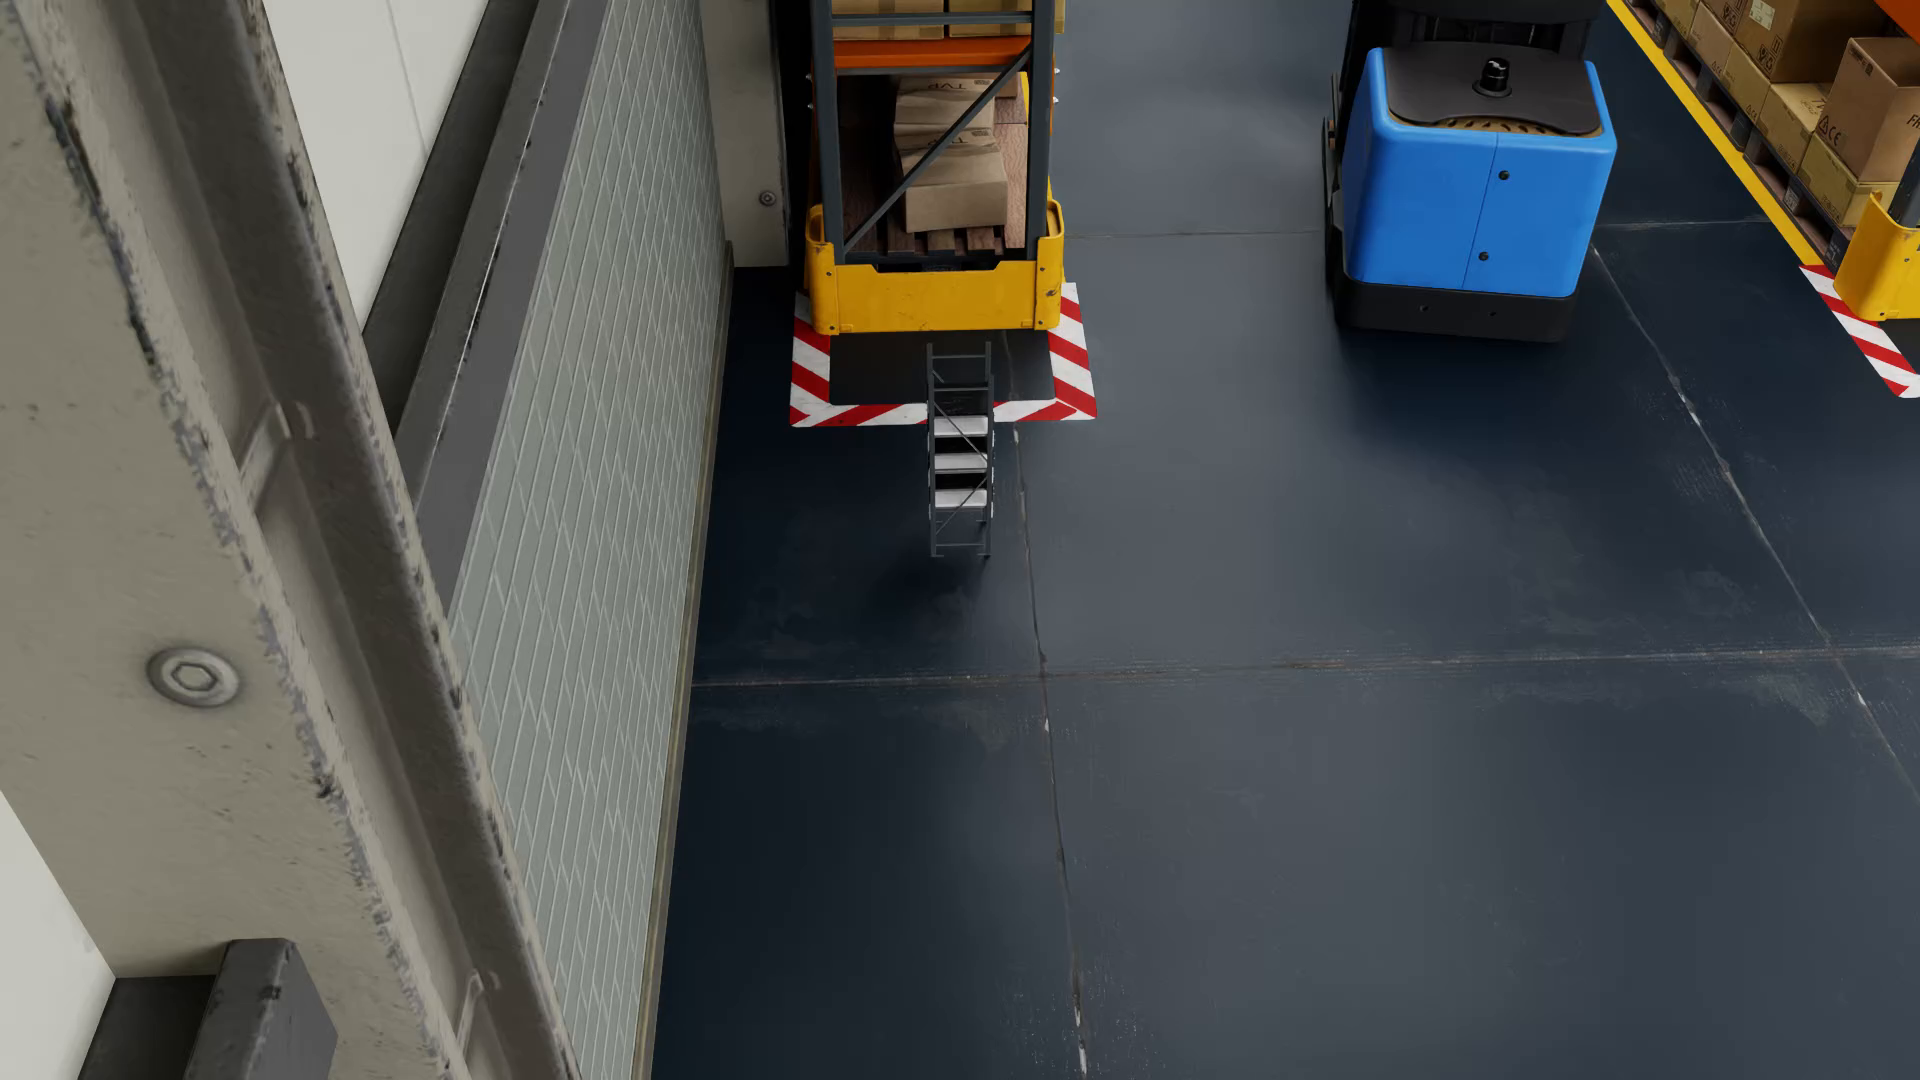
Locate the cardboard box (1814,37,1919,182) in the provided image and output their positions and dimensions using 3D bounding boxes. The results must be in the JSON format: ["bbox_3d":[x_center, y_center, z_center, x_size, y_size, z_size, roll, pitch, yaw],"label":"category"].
[{"bbox_3d":[4.516,-2.063,7.950,0.500,0.500,0.500,-2,43,-2],"label":"cardboard box"}]

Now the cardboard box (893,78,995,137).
[{"bbox_3d":[-0.077,-2.173,8.565,0.500,0.311,0.500,2,43,2],"label":"cardboard box"}]

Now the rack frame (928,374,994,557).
[{"bbox_3d":[0.004,-0.269,6.377,0.240,0.900,0.006,-2,43,-2],"label":"rack frame"}]

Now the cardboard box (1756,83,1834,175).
[{"bbox_3d":[4.484,-2.124,8.571,0.500,0.250,0.500,-2,43,-2],"label":"cardboard box"}]

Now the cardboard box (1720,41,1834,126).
[{"bbox_3d":[4.461,-2.461,8.939,0.500,0.250,0.500,-2,43,-2],"label":"cardboard box"}]

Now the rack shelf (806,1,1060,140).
[{"bbox_3d":[-0.198,-3.232,8.589,1.077,0.370,4.000,-2,43,-2],"label":"rack shelf"}]

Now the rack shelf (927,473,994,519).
[{"bbox_3d":[0.000,-0.180,6.596,0.258,0.077,0.200,-2,43,-2],"label":"rack shelf"}]

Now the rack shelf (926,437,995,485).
[{"bbox_3d":[0.000,-0.313,6.474,0.258,0.077,0.200,-2,43,-2],"label":"rack shelf"}]

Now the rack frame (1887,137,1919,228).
[{"bbox_3d":[4.836,-2.292,7.030,1.000,3.000,0.127,-2,43,-2],"label":"rack frame"}]

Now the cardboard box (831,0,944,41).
[{"bbox_3d":[-0.327,-2.409,7.255,0.500,0.250,0.500,-1,43,-1],"label":"cardboard box"}]

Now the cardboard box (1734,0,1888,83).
[{"bbox_3d":[4.458,-2.738,8.686,0.500,0.500,0.500,-2,43,-2],"label":"cardboard box"}]

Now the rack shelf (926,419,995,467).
[{"bbox_3d":[0.000,-0.379,6.414,0.258,0.077,0.200,-2,43,-2],"label":"rack shelf"}]

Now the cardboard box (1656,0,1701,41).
[{"bbox_3d":[4.415,-3.136,9.676,0.500,0.250,0.500,-2,43,-2],"label":"cardboard box"}]

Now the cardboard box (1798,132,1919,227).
[{"bbox_3d":[4.518,-1.786,8.203,0.500,0.250,0.500,-2,43,-2],"label":"cardboard box"}]

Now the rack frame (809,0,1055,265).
[{"bbox_3d":[-0.113,-2.147,6.872,1.000,3.000,0.127,-2,43,-2],"label":"rack frame"}]

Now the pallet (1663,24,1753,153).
[{"bbox_3d":[4.713,-2.601,9.431,1.003,0.211,1.213,-2,43,-2],"label":"pallet"}]

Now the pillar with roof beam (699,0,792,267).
[{"bbox_3d":[3.294,-4.930,5.469,9.100,9.000,0.400,-2,43,-2],"label":"pillar with roof beam"}]

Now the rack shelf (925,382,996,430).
[{"bbox_3d":[0.000,-0.512,6.292,0.258,0.077,0.200,-2,43,-2],"label":"rack shelf"}]

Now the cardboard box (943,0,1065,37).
[{"bbox_3d":[0.183,-2.438,7.286,0.500,0.250,0.500,-3,43,-3],"label":"cardboard box"}]

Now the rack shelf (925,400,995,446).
[{"bbox_3d":[0.000,-0.445,6.353,0.258,0.077,0.200,-2,43,-2],"label":"rack shelf"}]

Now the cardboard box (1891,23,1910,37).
[{"bbox_3d":[5.012,-2.415,8.334,0.500,0.500,0.500,-2,43,-2],"label":"cardboard box"}]

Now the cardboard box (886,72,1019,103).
[{"bbox_3d":[-0.058,-2.739,9.043,0.700,0.500,0.500,-4,43,-4],"label":"cardboard box"}]

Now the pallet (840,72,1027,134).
[{"bbox_3d":[-0.165,-2.542,9.366,1.003,0.211,1.213,-2,43,-2],"label":"pallet"}]

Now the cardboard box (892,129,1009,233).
[{"bbox_3d":[-0.053,-1.788,8.145,0.500,0.311,0.500,-6,43,-7],"label":"cardboard box"}]

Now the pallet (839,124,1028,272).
[{"bbox_3d":[-0.116,-1.720,8.470,1.003,0.211,1.213,-2,43,-2],"label":"pallet"}]

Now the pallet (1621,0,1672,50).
[{"bbox_3d":[4.658,-3.426,10.332,1.003,0.211,1.213,-2,43,-2],"label":"pallet"}]

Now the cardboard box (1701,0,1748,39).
[{"bbox_3d":[4.438,-3.075,9.054,0.500,0.500,0.500,-2,43,-2],"label":"cardboard box"}]

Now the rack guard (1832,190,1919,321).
[{"bbox_3d":[4.837,-1.354,7.857,1.175,0.500,0.348,-2,43,-2],"label":"rack guard"}]

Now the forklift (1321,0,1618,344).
[{"bbox_3d":[2.482,-2.980,7.832,1.130,2.935,3.031,6,43,6],"label":"forklift"}]

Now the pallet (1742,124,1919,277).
[{"bbox_3d":[4.761,-1.779,8.534,1.003,0.211,1.213,-2,43,-2],"label":"pallet"}]

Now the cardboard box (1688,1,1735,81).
[{"bbox_3d":[4.442,-2.799,9.308,0.500,0.250,0.500,-2,43,-2],"label":"cardboard box"}]

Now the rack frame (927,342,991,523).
[{"bbox_3d":[-0.005,-0.406,6.527,0.240,0.900,0.006,-2,43,-2],"label":"rack frame"}]

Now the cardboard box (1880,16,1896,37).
[{"bbox_3d":[4.978,-2.752,8.702,0.500,0.500,0.500,-2,43,-2],"label":"cardboard box"}]

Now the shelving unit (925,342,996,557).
[{"bbox_3d":[0.000,-0.337,6.452,0.258,0.900,0.210,-2,43,-2],"label":"shelving unit"}]

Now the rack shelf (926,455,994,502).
[{"bbox_3d":[0.000,-0.246,6.535,0.258,0.077,0.200,-2,43,-2],"label":"rack shelf"}]

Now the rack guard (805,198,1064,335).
[{"bbox_3d":[-0.117,-1.277,7.773,1.175,0.500,0.348,-2,43,-2],"label":"rack guard"}]
